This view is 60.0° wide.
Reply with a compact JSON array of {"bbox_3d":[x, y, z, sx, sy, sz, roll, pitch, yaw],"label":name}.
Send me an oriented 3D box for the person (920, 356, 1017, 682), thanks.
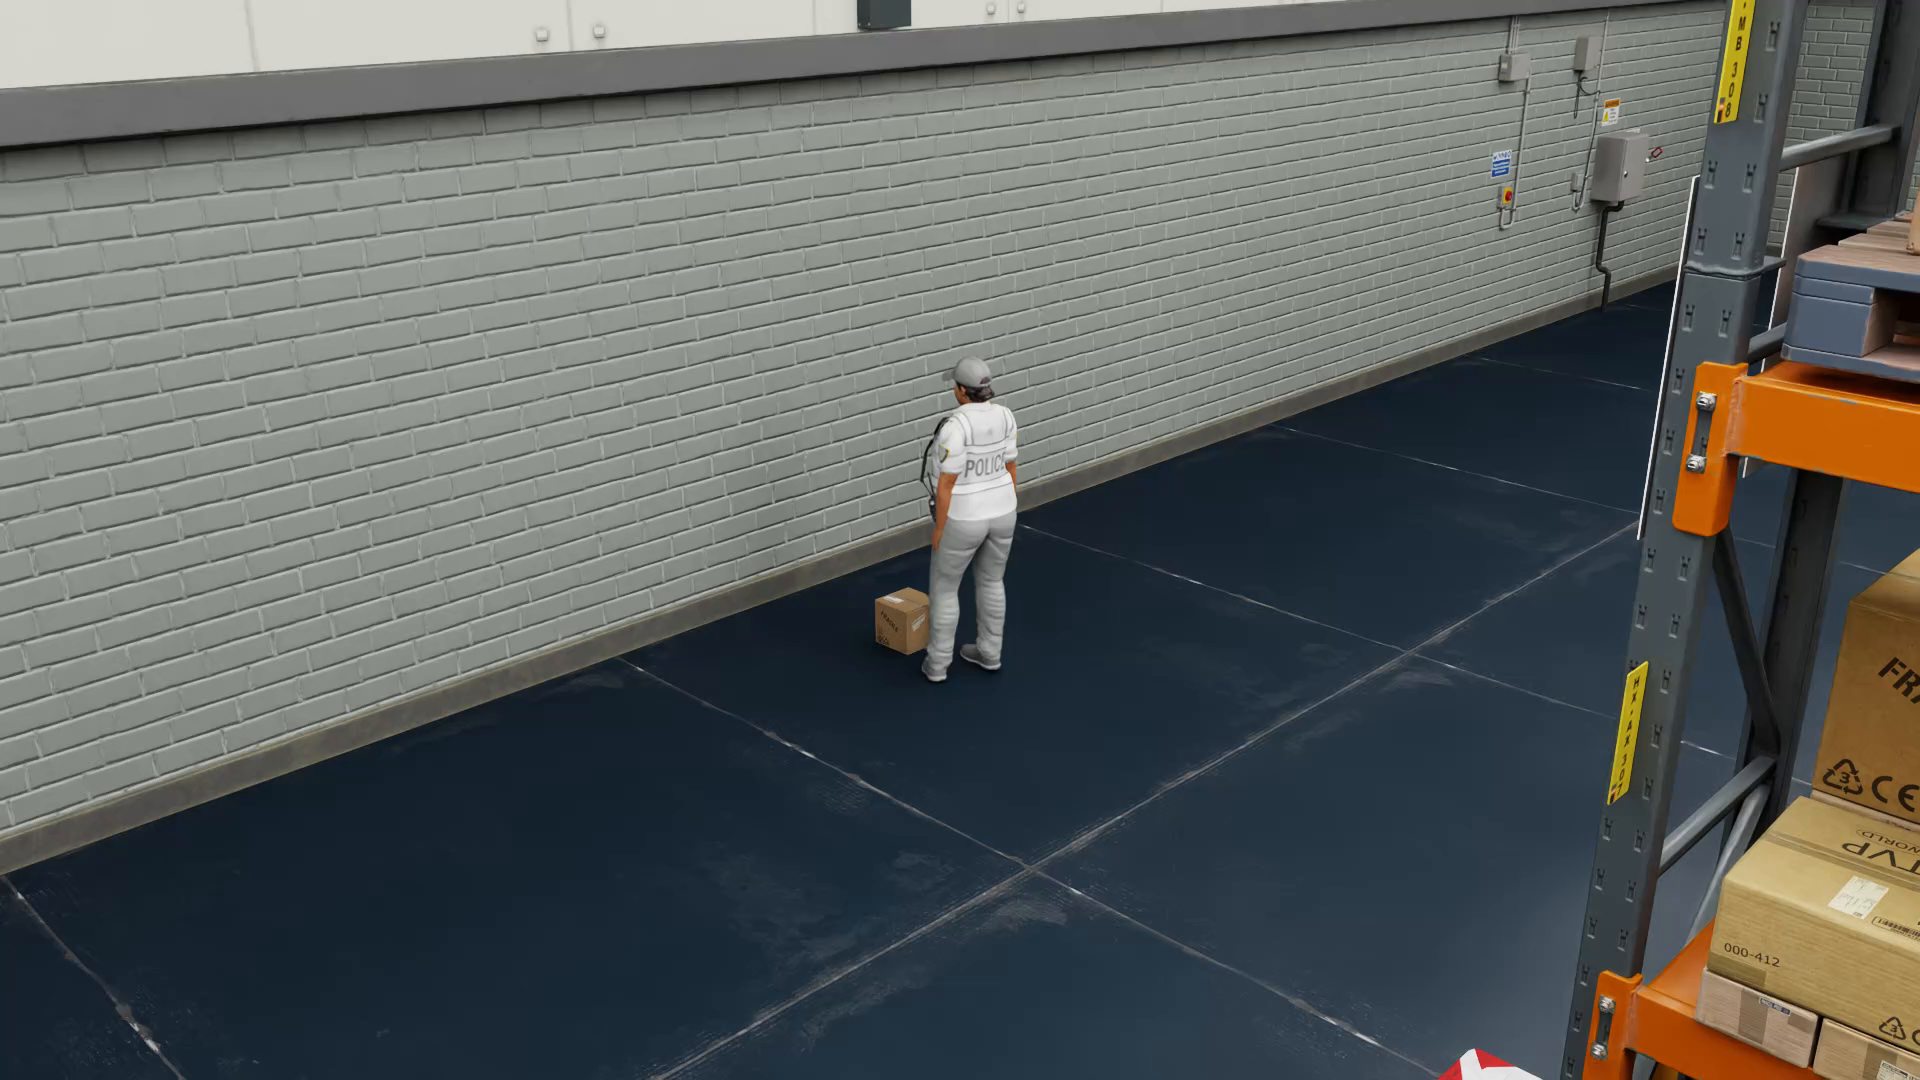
[{"bbox_3d":[0.047,-0.105,8.383,0.547,1.672,0.394,-15,26,-35],"label":"person"}]
